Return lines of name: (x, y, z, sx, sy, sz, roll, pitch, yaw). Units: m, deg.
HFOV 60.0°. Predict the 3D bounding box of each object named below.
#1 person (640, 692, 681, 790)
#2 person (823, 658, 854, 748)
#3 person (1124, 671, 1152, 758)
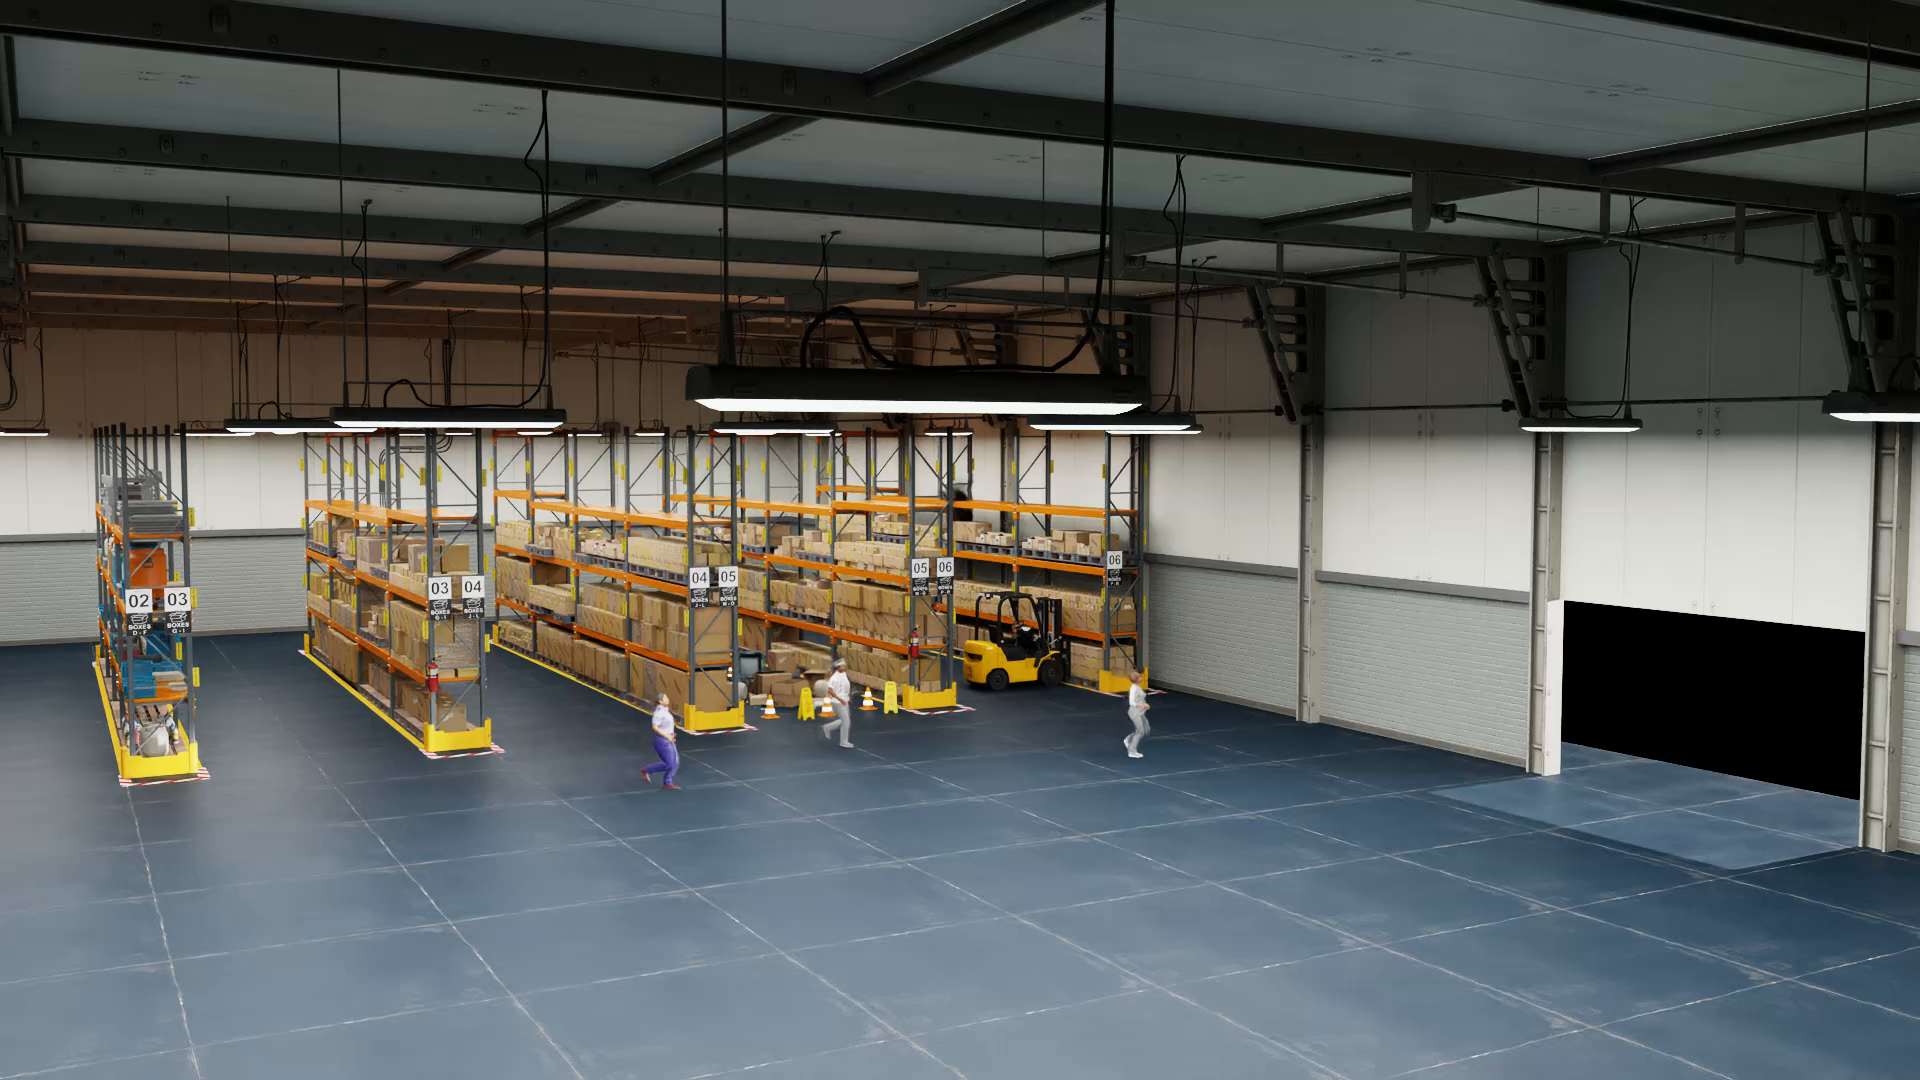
person: (-4.887, 3.283, 27.119, 0.643, 1.605, 0.617, 0, 3, -3)
person: (-2.274, 3.019, 30.986, 0.653, 1.668, 0.593, 1, 4, 21)
person: (3.201, 3.132, 29.874, 0.549, 1.554, 0.529, 1, 4, 19)
